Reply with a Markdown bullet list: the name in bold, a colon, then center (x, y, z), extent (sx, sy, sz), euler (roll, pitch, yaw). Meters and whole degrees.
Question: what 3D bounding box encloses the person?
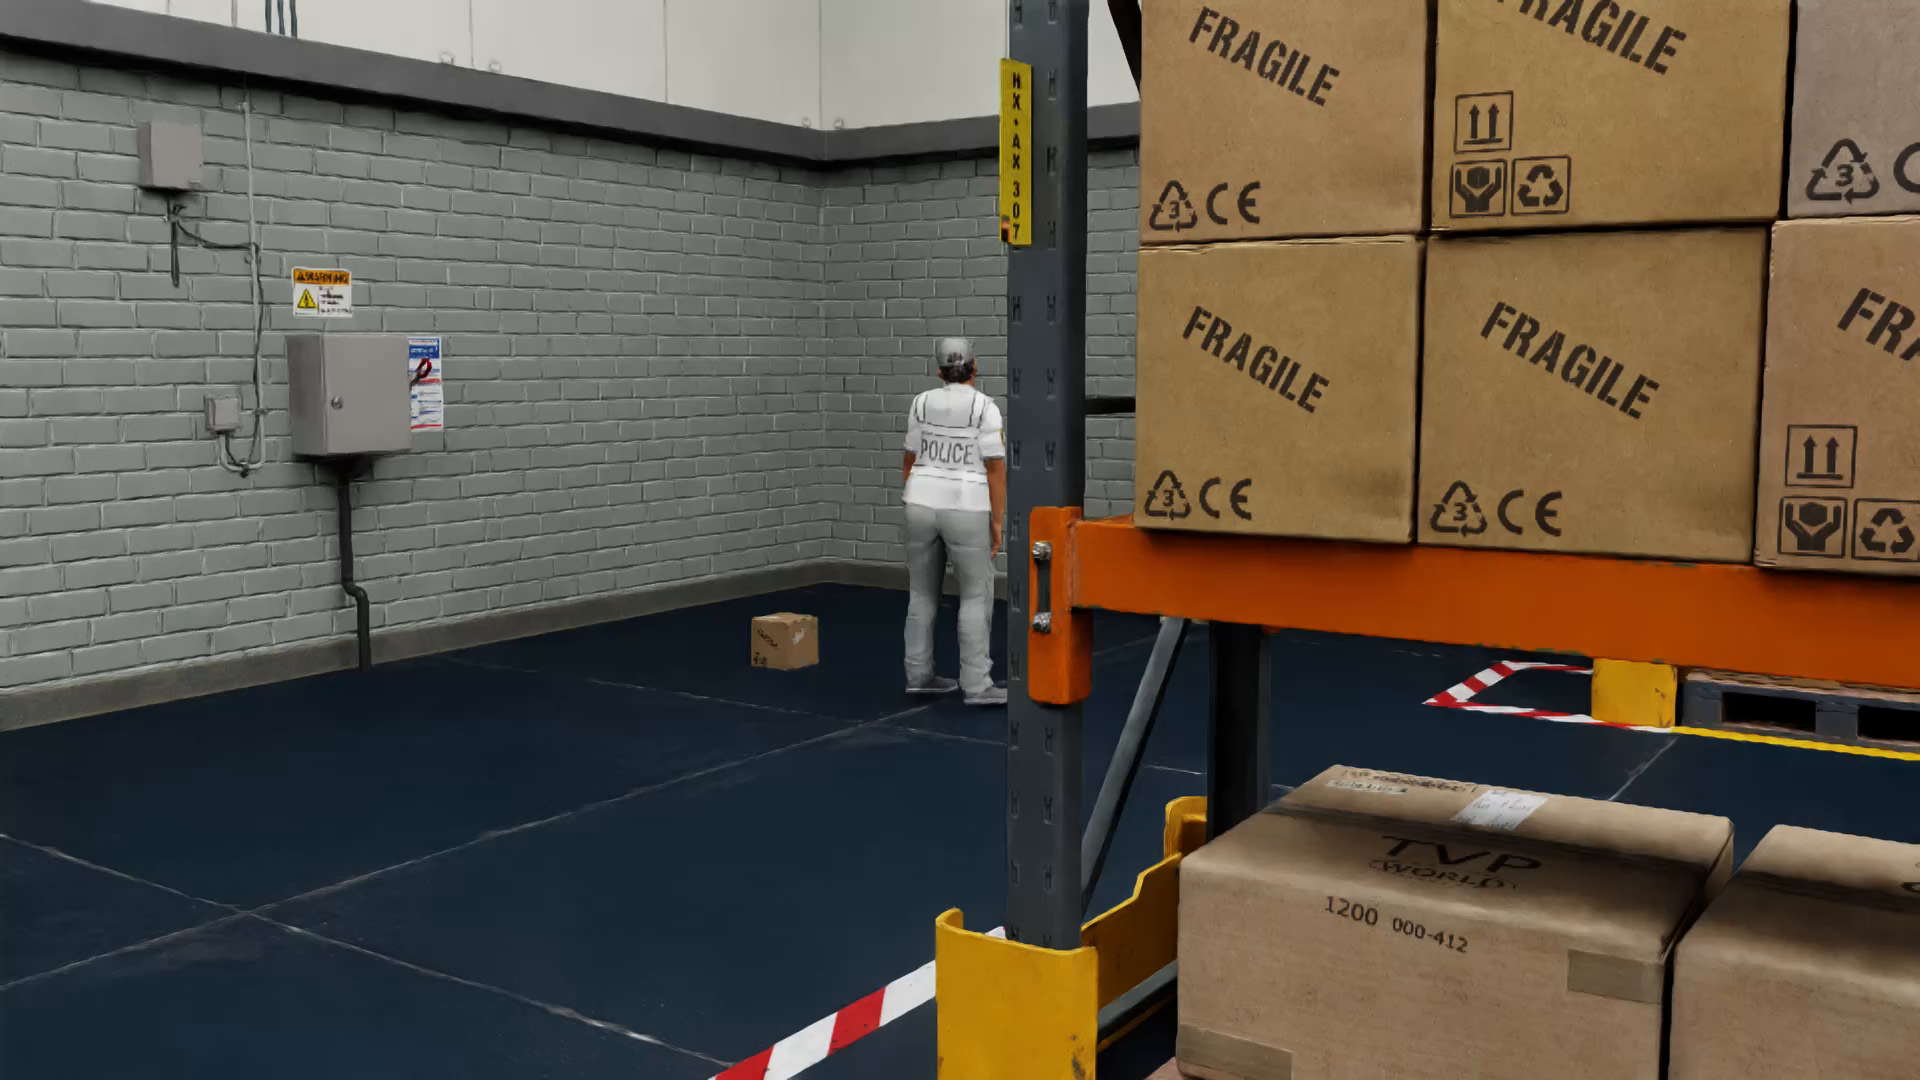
- **person**: center (-0.033, -0.087, 7.596), extent (0.529, 1.675, 0.393), euler (3, 7, 23)
